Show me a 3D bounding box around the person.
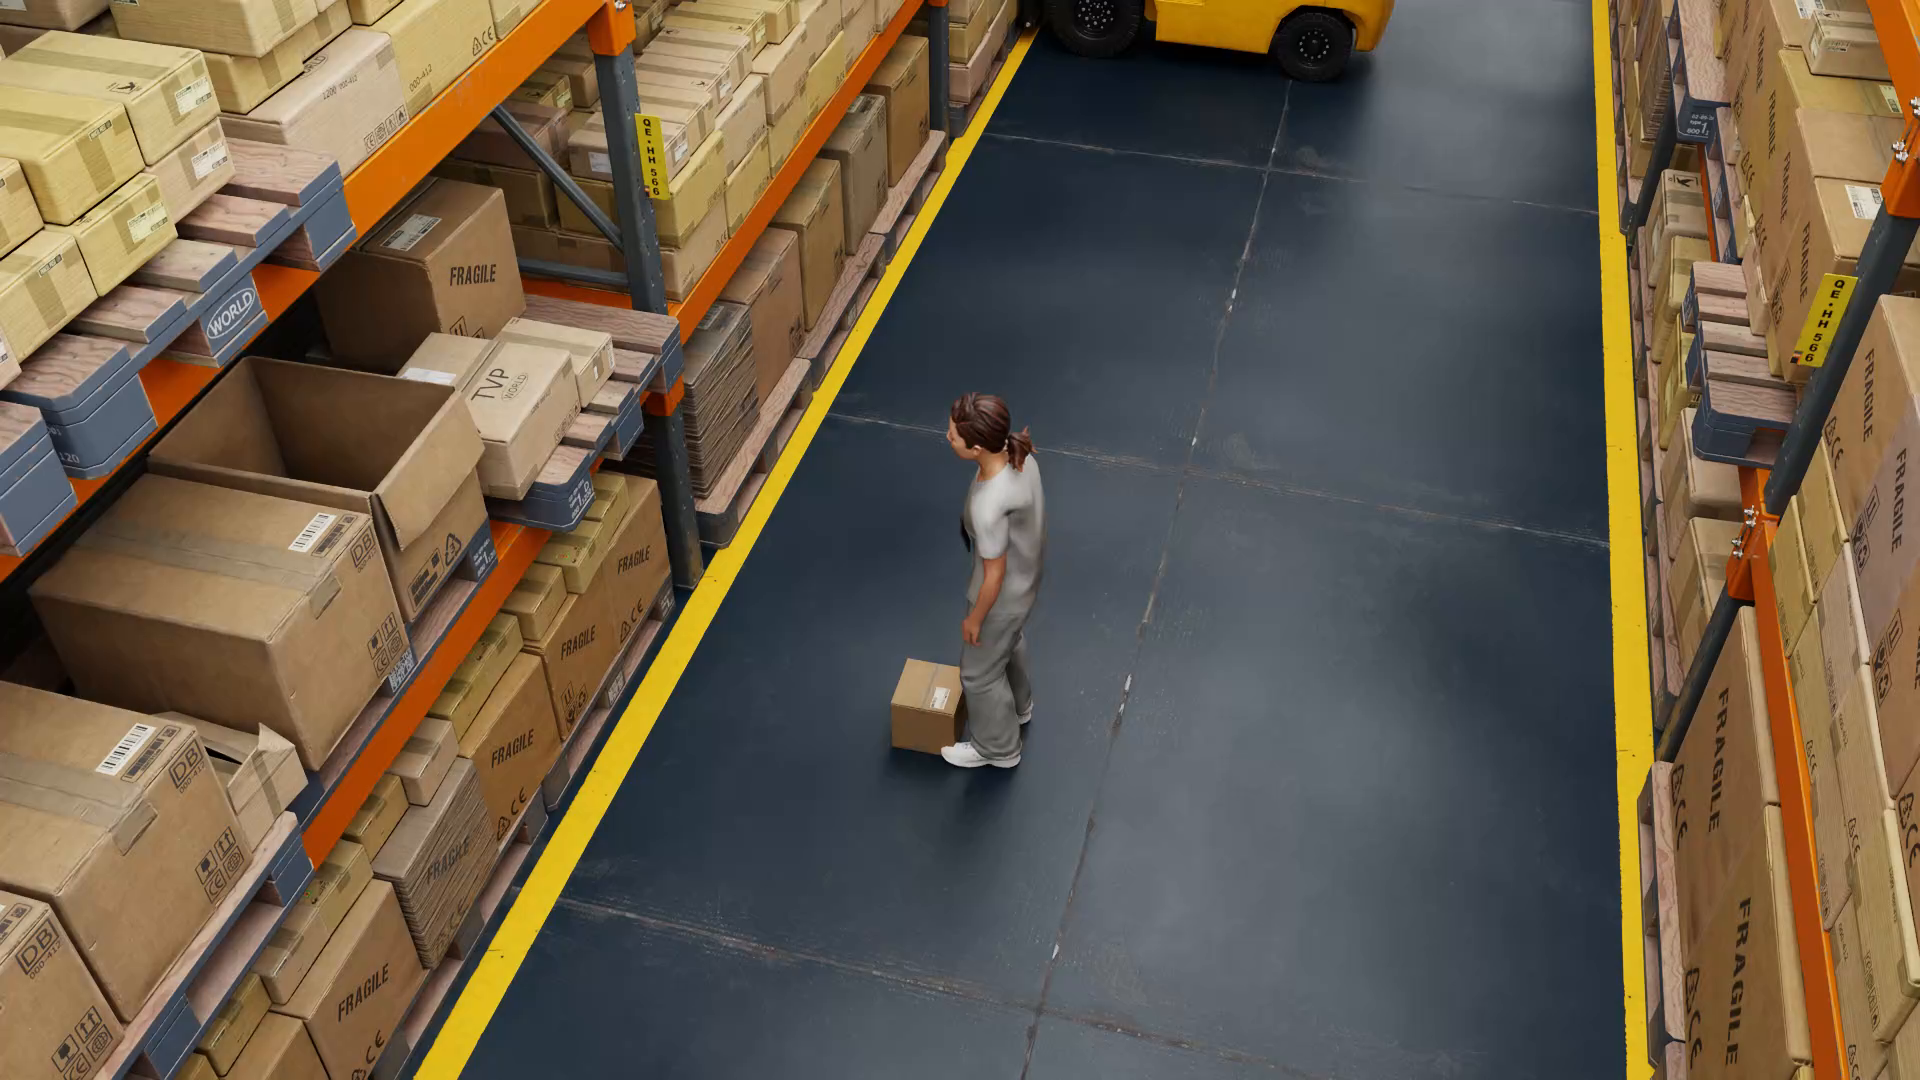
[{"bbox_3d":[0.126,0.158,5.978,0.351,1.673,0.505,9,42,10],"label":"person"}]
